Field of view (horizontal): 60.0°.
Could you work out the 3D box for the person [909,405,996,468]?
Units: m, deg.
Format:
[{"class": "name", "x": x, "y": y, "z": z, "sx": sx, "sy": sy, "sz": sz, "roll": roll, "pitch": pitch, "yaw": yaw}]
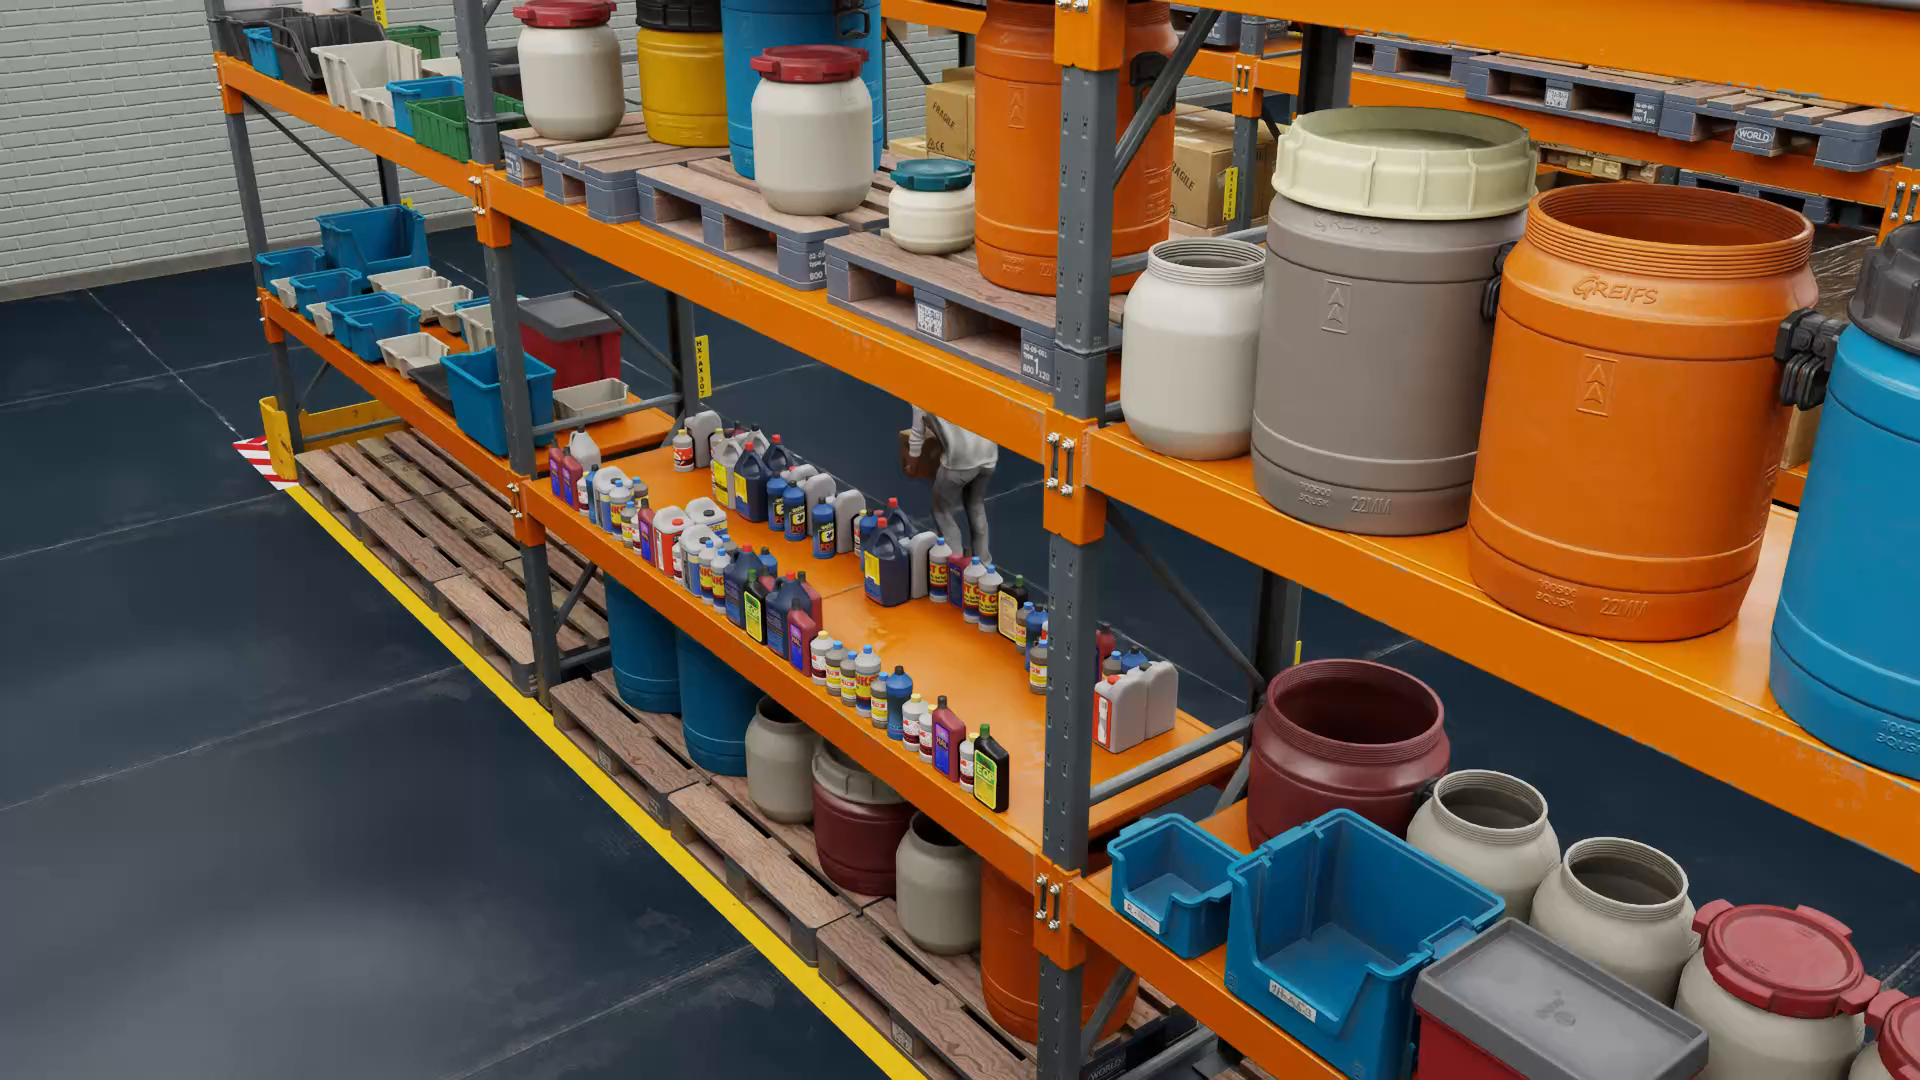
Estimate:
[{"class": "person", "x": -0.019, "y": -0.679, "z": 9.597, "sx": 0.369, "sy": 0.471, "sz": 0.498, "roll": -19, "pitch": 31, "yaw": -35}]
